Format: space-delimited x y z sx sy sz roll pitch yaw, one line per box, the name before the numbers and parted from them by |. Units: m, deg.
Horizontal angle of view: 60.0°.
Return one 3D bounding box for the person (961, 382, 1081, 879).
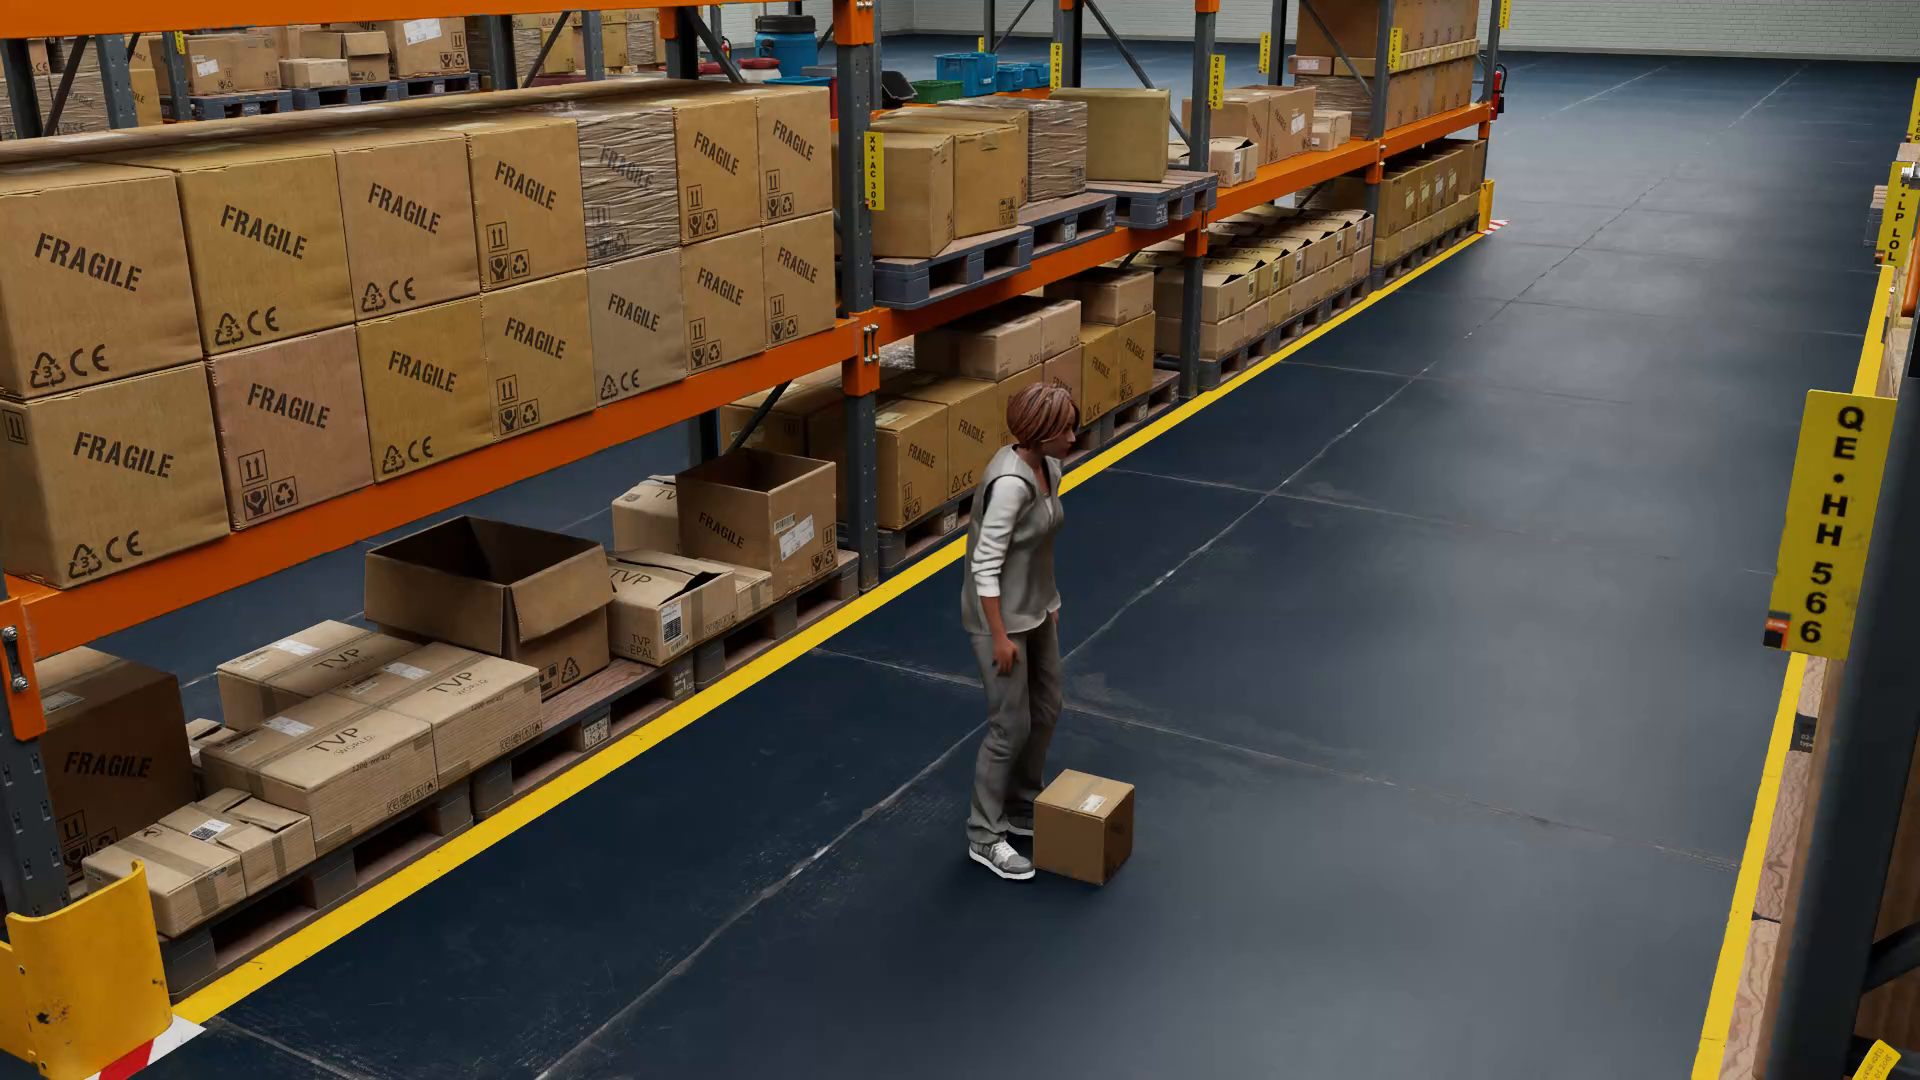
person | 0.202 0.272 5.330 0.378 1.592 0.481 9 22 24
